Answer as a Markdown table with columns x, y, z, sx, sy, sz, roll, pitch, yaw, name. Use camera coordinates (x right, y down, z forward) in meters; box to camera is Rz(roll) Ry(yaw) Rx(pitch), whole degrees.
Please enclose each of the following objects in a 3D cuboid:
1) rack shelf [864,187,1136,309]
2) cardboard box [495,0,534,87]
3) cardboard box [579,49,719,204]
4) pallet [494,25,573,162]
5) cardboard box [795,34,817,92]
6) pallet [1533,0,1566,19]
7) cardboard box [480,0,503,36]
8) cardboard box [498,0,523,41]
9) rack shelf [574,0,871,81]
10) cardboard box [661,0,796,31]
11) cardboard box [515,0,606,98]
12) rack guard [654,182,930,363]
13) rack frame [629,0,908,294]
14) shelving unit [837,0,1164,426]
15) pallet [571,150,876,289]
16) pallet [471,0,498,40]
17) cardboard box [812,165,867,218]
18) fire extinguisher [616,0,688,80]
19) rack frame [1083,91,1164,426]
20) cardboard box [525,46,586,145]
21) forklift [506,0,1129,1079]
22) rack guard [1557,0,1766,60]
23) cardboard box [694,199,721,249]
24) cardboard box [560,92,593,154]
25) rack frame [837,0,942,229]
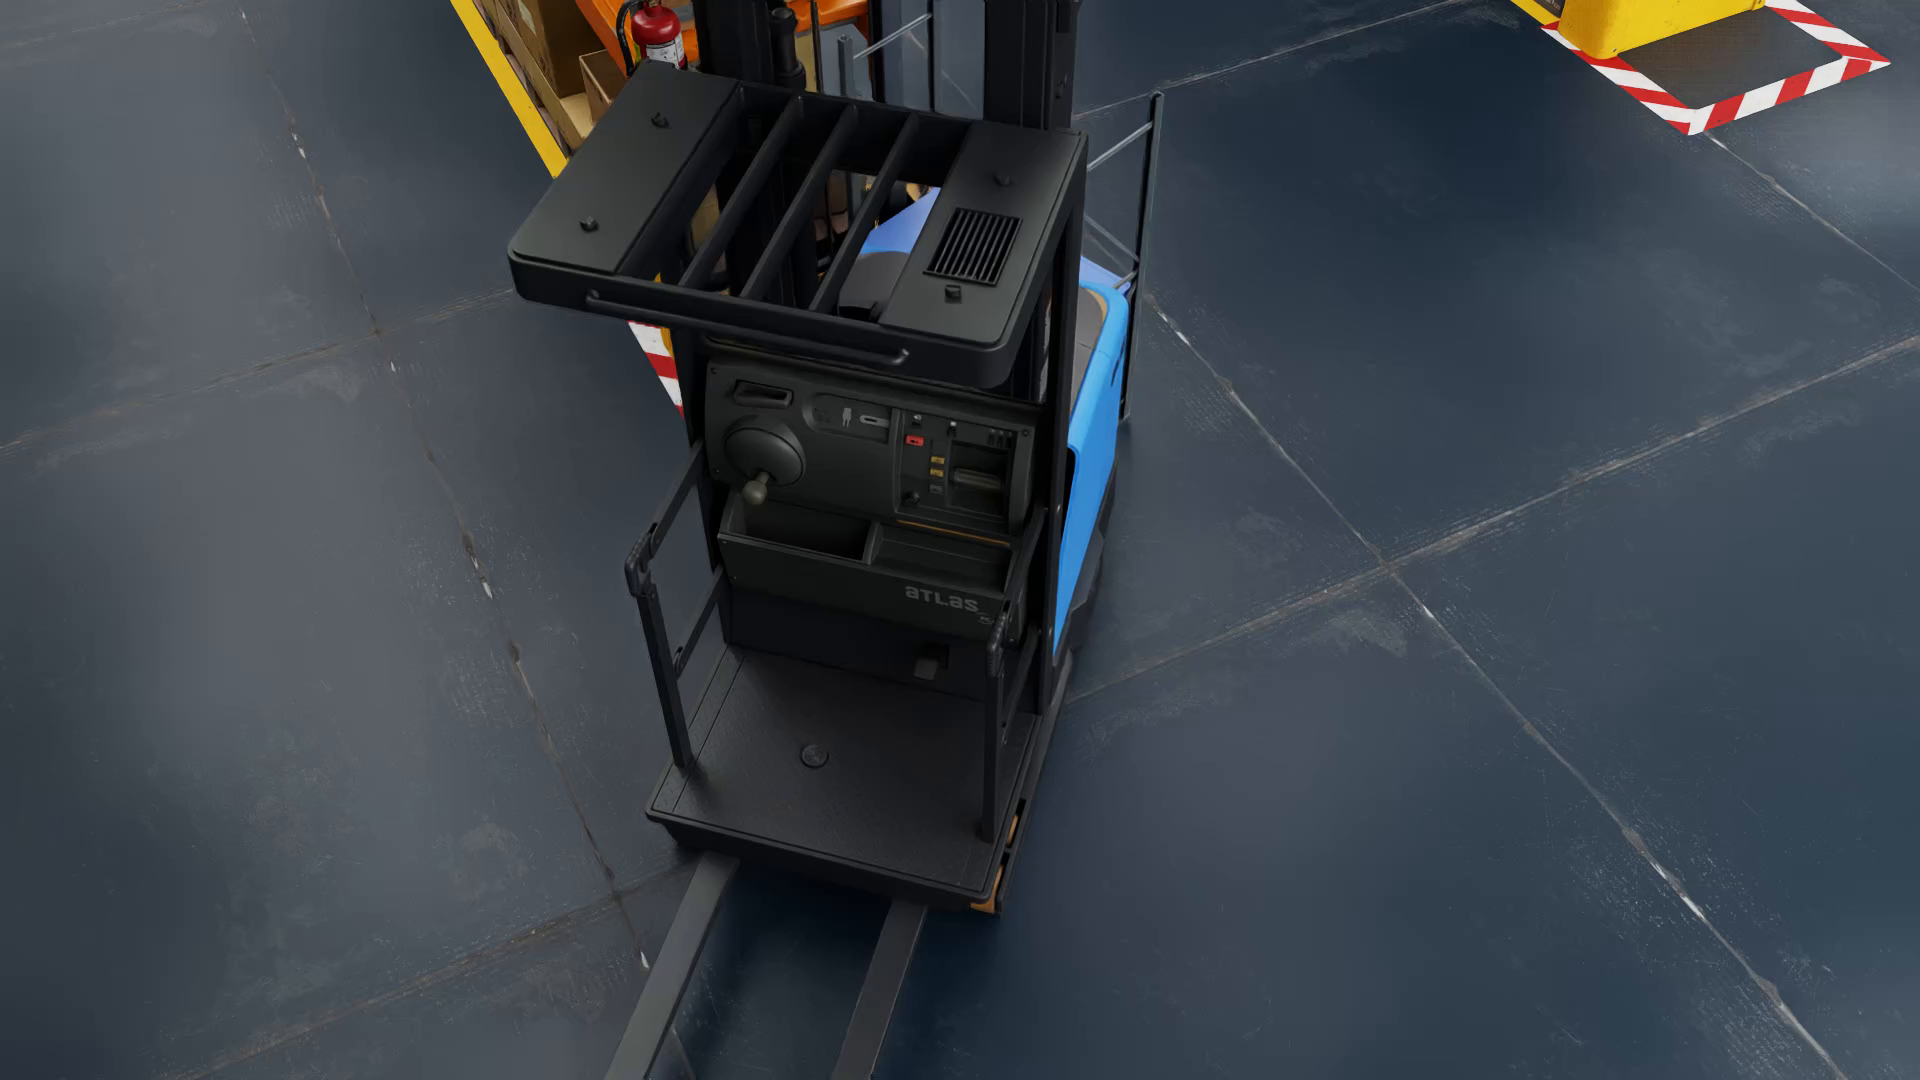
| x | y | z | sx | sy | sz | roll | pitch | yaw | name |
| --- | --- | --- | --- | --- | --- | --- | --- | --- | --- |
| 0.128 | -1.004 | 6.371 | 1.000 | 0.185 | 0.538 | 34 | 57 | 26 | rack shelf |
| -1.894 | -2.455 | 7.952 | 0.500 | 0.250 | 0.500 | -21 | 52 | -18 | cardboard box |
| -1.199 | -1.701 | 6.795 | 0.500 | 0.500 | 0.500 | -21 | 52 | -18 | cardboard box |
| -1.630 | -2.360 | 8.174 | 1.003 | 0.211 | 1.213 | -21 | 52 | -18 | pallet |
| -0.967 | -2.215 | 7.244 | 0.500 | 0.500 | 0.500 | -21 | 52 | -18 | cardboard box |
| 3.274 | -3.331 | 9.023 | 1.003 | 0.211 | 1.213 | -21 | 52 | -18 | pallet |
| -2.128 | -2.788 | 8.243 | 0.500 | 0.250 | 0.500 | -21 | 52 | -18 | cardboard box |
| -1.897 | -2.701 | 7.669 | 0.500 | 0.500 | 0.500 | -21 | 52 | -18 | cardboard box |
| -1.604 | -3.067 | 7.417 | 1.077 | 0.370 | 4.000 | -21 | 52 | -18 | rack shelf |
| -0.891 | -2.315 | 6.215 | 0.700 | 0.500 | 0.500 | -21 | 52 | -18 | cardboard box |
| -1.669 | -2.366 | 7.376 | 0.500 | 0.500 | 0.500 | -21 | 52 | -18 | cardboard box |
| -0.678 | -1.126 | 6.903 | 1.175 | 0.500 | 0.348 | -21 | 52 | -18 | rack guard |
| -0.689 | -1.965 | 5.976 | 1.000 | 3.000 | 0.127 | -21 | 52 | -18 | rack frame |
| 0.128 | -1.123 | 6.235 | 1.048 | 1.500 | 0.538 | 34 | 57 | 26 | shelving unit |
| -1.076 | -1.545 | 7.461 | 1.003 | 0.211 | 1.213 | -21 | 52 | -18 | pallet |
| -2.192 | -3.178 | 8.889 | 1.003 | 0.211 | 1.213 | -21 | 52 | -18 | pallet |
| -0.736 | -1.634 | 7.234 | 0.500 | 0.250 | 0.500 | -21 | 52 | -18 | cardboard box |
| -1.047 | -1.701 | 5.796 | 0.296 | 0.674 | 0.183 | -21 | 52 | -18 | fire extinguisher |
| 0.505 | -0.865 | 6.010 | 0.032 | 1.500 | 0.500 | 34 | 57 | 26 | rack frame |
| -1.667 | -2.120 | 7.659 | 0.500 | 0.250 | 0.500 | -21 | 52 | -18 | cardboard box |
| -0.313 | -0.134 | 4.420 | 1.130 | 2.935 | 3.031 | 12 | 50 | 10 | forklift |
| 3.641 | -2.880 | 8.437 | 1.175 | 0.500 | 0.348 | -21 | 52 | -18 | rack guard |
| -1.197 | -1.455 | 7.078 | 0.500 | 0.250 | 0.500 | -21 | 52 | -18 | cardboard box |
| -1.436 | -1.786 | 7.367 | 0.500 | 0.250 | 0.500 | -21 | 52 | -18 | cardboard box |
| -0.248 | -1.380 | 6.460 | 0.032 | 1.500 | 0.500 | 34 | 57 | 26 | rack frame |
